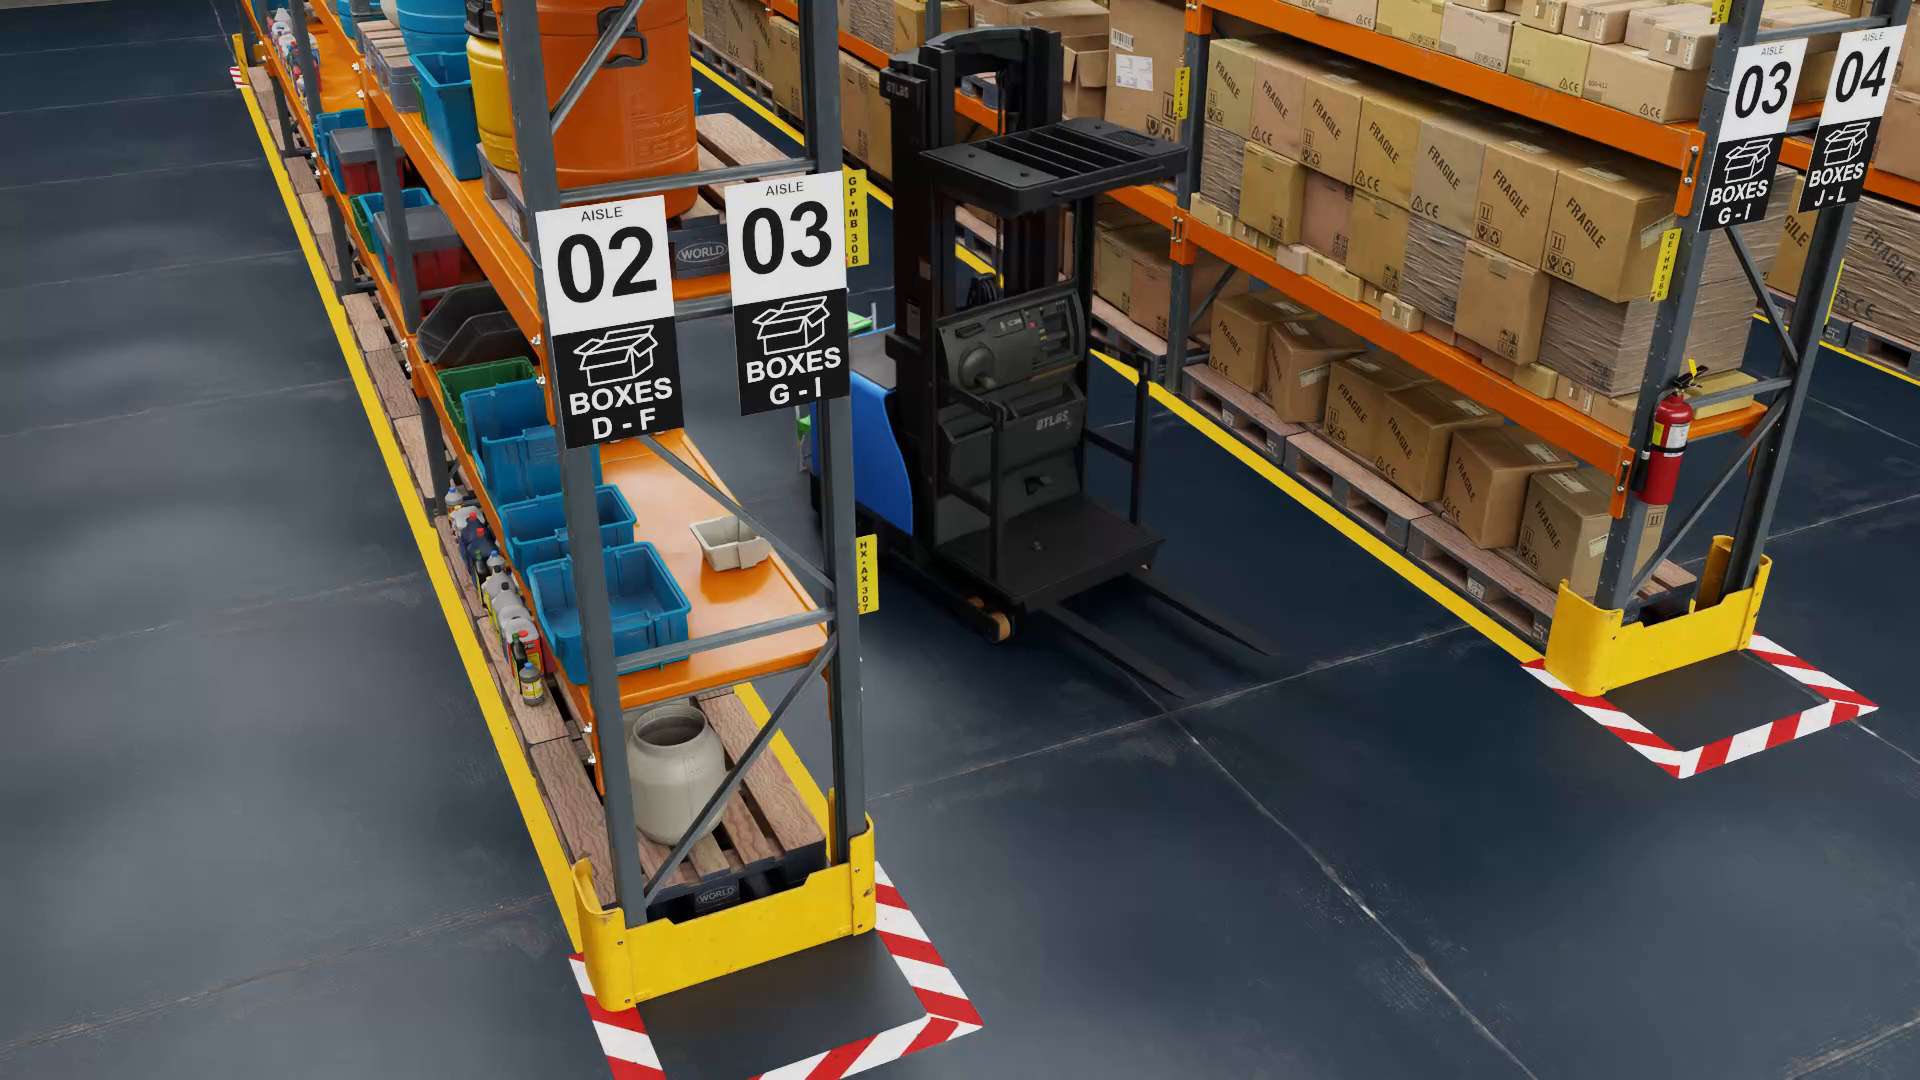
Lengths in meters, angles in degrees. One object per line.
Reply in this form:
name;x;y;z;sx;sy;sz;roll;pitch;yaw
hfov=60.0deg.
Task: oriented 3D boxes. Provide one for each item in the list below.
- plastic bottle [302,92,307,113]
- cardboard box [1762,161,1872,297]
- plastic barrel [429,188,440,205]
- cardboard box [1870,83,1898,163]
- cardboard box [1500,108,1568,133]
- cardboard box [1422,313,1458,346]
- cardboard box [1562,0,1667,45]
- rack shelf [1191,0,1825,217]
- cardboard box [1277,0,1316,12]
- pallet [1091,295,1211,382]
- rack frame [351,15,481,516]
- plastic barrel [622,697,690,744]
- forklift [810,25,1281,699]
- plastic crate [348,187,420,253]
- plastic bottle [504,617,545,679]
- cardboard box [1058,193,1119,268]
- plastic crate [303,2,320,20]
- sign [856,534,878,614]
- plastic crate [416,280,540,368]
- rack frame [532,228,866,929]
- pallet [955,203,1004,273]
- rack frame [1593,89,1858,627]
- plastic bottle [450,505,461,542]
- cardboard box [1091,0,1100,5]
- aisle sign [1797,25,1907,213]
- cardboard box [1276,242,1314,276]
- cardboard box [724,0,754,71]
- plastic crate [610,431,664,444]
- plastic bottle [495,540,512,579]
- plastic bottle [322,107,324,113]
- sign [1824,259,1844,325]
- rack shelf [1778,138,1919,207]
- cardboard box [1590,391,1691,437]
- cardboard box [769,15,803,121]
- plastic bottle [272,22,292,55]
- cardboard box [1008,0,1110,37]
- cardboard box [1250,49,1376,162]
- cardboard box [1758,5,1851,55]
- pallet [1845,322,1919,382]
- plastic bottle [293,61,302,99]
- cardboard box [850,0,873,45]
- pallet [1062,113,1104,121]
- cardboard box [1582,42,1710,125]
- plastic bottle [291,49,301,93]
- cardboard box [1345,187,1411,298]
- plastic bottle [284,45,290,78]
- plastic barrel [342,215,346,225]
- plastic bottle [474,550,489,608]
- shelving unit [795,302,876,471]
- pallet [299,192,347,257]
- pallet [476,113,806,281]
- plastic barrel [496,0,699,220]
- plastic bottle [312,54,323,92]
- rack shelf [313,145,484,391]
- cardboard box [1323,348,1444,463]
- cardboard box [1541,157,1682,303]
plastic bottle;-5.103;-3.458;13.052;0.097;0.201;0.097;0;29;0
cardboard box;6.634;-2.403;12.712;0.875;0.875;0.875;-13;32;-21
plastic barrel;-3.283;-2.446;10.905;0.433;0.535;0.433;0;29;0
cardboard box;6.853;-3.106;12.069;0.875;0.550;0.550;-13;32;-22
cardboard box;3.207;-2.028;8.871;0.500;0.500;0.500;-13;32;-22
cardboard box;2.761;-1.197;9.075;0.380;0.149;0.250;-13;32;-22
cardboard box;2.998;-2.387;7.618;0.380;0.149;0.250;-15;32;-24
rack shelf;2.763;-2.553;8.905;1.077;0.370;4.000;-13;32;-22
cardboard box;2.098;-3.200;9.476;0.500;0.250;0.500;-13;32;-22
pallet;1.569;-1.570;12.333;1.003;0.211;1.213;-13;32;-22
rack frame;-2.569;-1.402;9.184;1.000;3.000;0.127;-13;32;-22
plastic barrel;-1.419;0.770;7.423;0.421;0.512;0.421;0;29;0
forklift;0.412;-1.010;8.554;1.130;2.935;3.031;-21;35;-32
plastic crate;-3.572;-2.020;10.502;0.450;0.188;0.662;-13;32;-22
plastic bottle;-2.120;0.524;8.083;0.152;0.276;0.135;-13;32;-22
cardboard box;0.992;-2.528;13.297;0.700;0.500;0.500;-10;31;-18
plastic crate;-6.074;-5.083;15.956;0.396;0.136;0.243;-13;32;-22
sign;-0.353;0.130;6.168;0.100;0.325;0.005;-13;32;-22
plastic crate;-2.459;-1.117;8.739;0.767;0.338;0.504;-13;32;-22
rack frame;-0.852;0.365;6.033;1.000;3.000;0.127;-13;32;-22
pallet;0.521;-2.648;14.256;1.003;0.211;1.213;-13;32;-22
rack frame;3.621;-0.675;7.888;1.000;3.000;0.127;-13;32;-22
plastic bottle;-2.785;-0.096;9.266;0.097;0.201;0.097;0;29;0
cardboard box;1.886;-6.957;21.272;0.380;0.149;0.250;-11;31;-19
aisle sign;3.919;-1.845;7.315;0.394;0.787;0.004;-13;32;-22
cardboard box;2.139;-1.729;10.024;0.380;0.149;0.250;-13;32;-22
cardboard box;-2.128;-5.939;19.017;0.875;0.875;0.875;-13;32;-22
plastic crate;-1.643;-0.623;8.064;0.530;0.136;0.437;-13;32;-22
plastic bottle;-2.426;0.078;8.883;0.097;0.271;0.097;0;29;0
plastic bottle;-4.878;-3.227;12.640;0.097;0.201;0.097;0;29;0
sign;4.111;-1.167;7.879;0.100;0.325;0.005;-13;32;-22
rack shelf;7.286;-2.242;11.417;1.077;0.370;4.000;-13;32;-22
cardboard box;3.313;-0.648;8.096;0.380;0.149;0.250;-13;32;-22
cardboard box;-1.237;-4.954;17.261;1.225;0.875;0.875;-13;32;-22
plastic bottle;-5.992;-4.436;14.721;0.152;0.276;0.135;-13;32;-22
cardboard box;0.785;-3.980;13.250;0.700;0.500;0.500;-8;30;-15
cardboard box;2.084;-2.579;9.854;0.500;0.500;0.500;-13;32;-22
cardboard box;3.712;-2.262;7.397;0.380;0.149;0.250;-13;32;-22
pallet;7.211;-1.331;11.908;1.003;0.211;1.213;-13;32;-22
plastic bottle;-5.336;-3.712;13.423;0.061;0.283;0.133;-13;32;-22
cardboard box;-0.683;-4.869;15.264;0.500;0.500;0.500;-14;32;-24
pallet;1.074;-3.260;12.693;1.003;0.211;1.213;-13;32;-22
cardboard box;3.185;-2.078;7.475;0.500;0.250;0.500;-12;32;-21
plastic bottle;-5.367;-3.821;13.547;0.144;0.351;0.185;-13;32;-22
cardboard box;2.707;-1.746;9.391;0.875;0.500;0.500;-13;32;-22
plastic bottle;-5.627;-4.027;13.997;0.097;0.271;0.097;0;29;0
plastic barrel;-4.997;-3.012;14.091;0.600;0.588;0.708;-13;32;-22
plastic bottle;-2.483;0.199;8.655;0.061;0.283;0.133;-12;31;-20
shelving unit;-0.760;-0.916;10.156;0.503;1.200;0.258;26;38;38
pallet;-5.182;-2.831;14.582;1.003;0.211;1.213;-13;32;-22
pallet;-1.119;-1.247;6.034;1.003;0.211;1.213;-13;32;-22
plastic barrel;-1.175;-1.502;5.427;0.600;0.830;0.708;-13;32;-22
plastic bottle;-5.285;-3.824;13.623;0.061;0.283;0.133;-13;32;-22
rack shelf;-3.428;-1.972;10.936;1.077;0.370;4.000;-13;32;-22
cardboard box;2.630;-0.841;10.309;0.500;0.500;0.500;-16;33;-26
cardboard box;3.162;-1.476;7.887;0.500;0.500;0.500;-13;32;-22
